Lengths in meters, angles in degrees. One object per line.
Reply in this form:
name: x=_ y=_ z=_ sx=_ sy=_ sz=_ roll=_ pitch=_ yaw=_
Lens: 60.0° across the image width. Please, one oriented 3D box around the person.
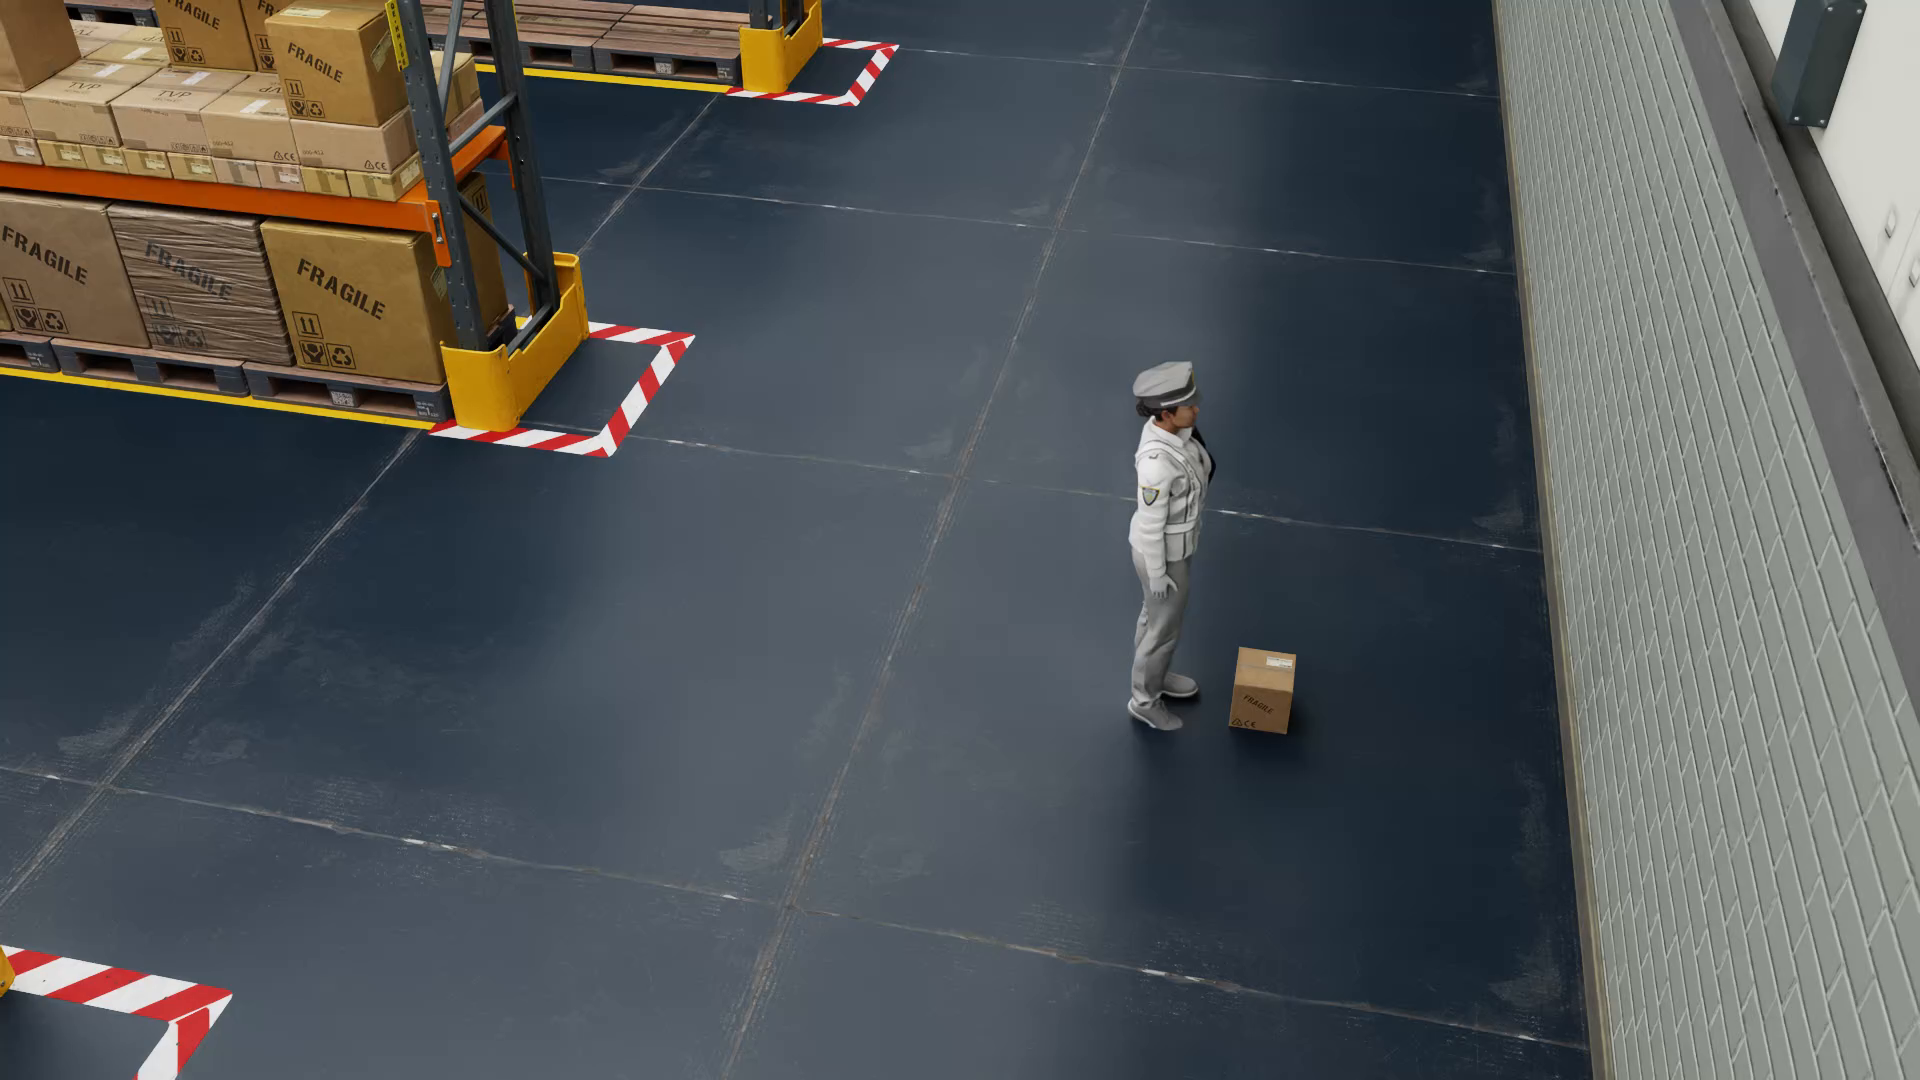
person: x=0.862 y=0.034 z=6.929 sx=0.384 sy=1.744 sz=0.490 roll=8 pitch=38 yaw=11
